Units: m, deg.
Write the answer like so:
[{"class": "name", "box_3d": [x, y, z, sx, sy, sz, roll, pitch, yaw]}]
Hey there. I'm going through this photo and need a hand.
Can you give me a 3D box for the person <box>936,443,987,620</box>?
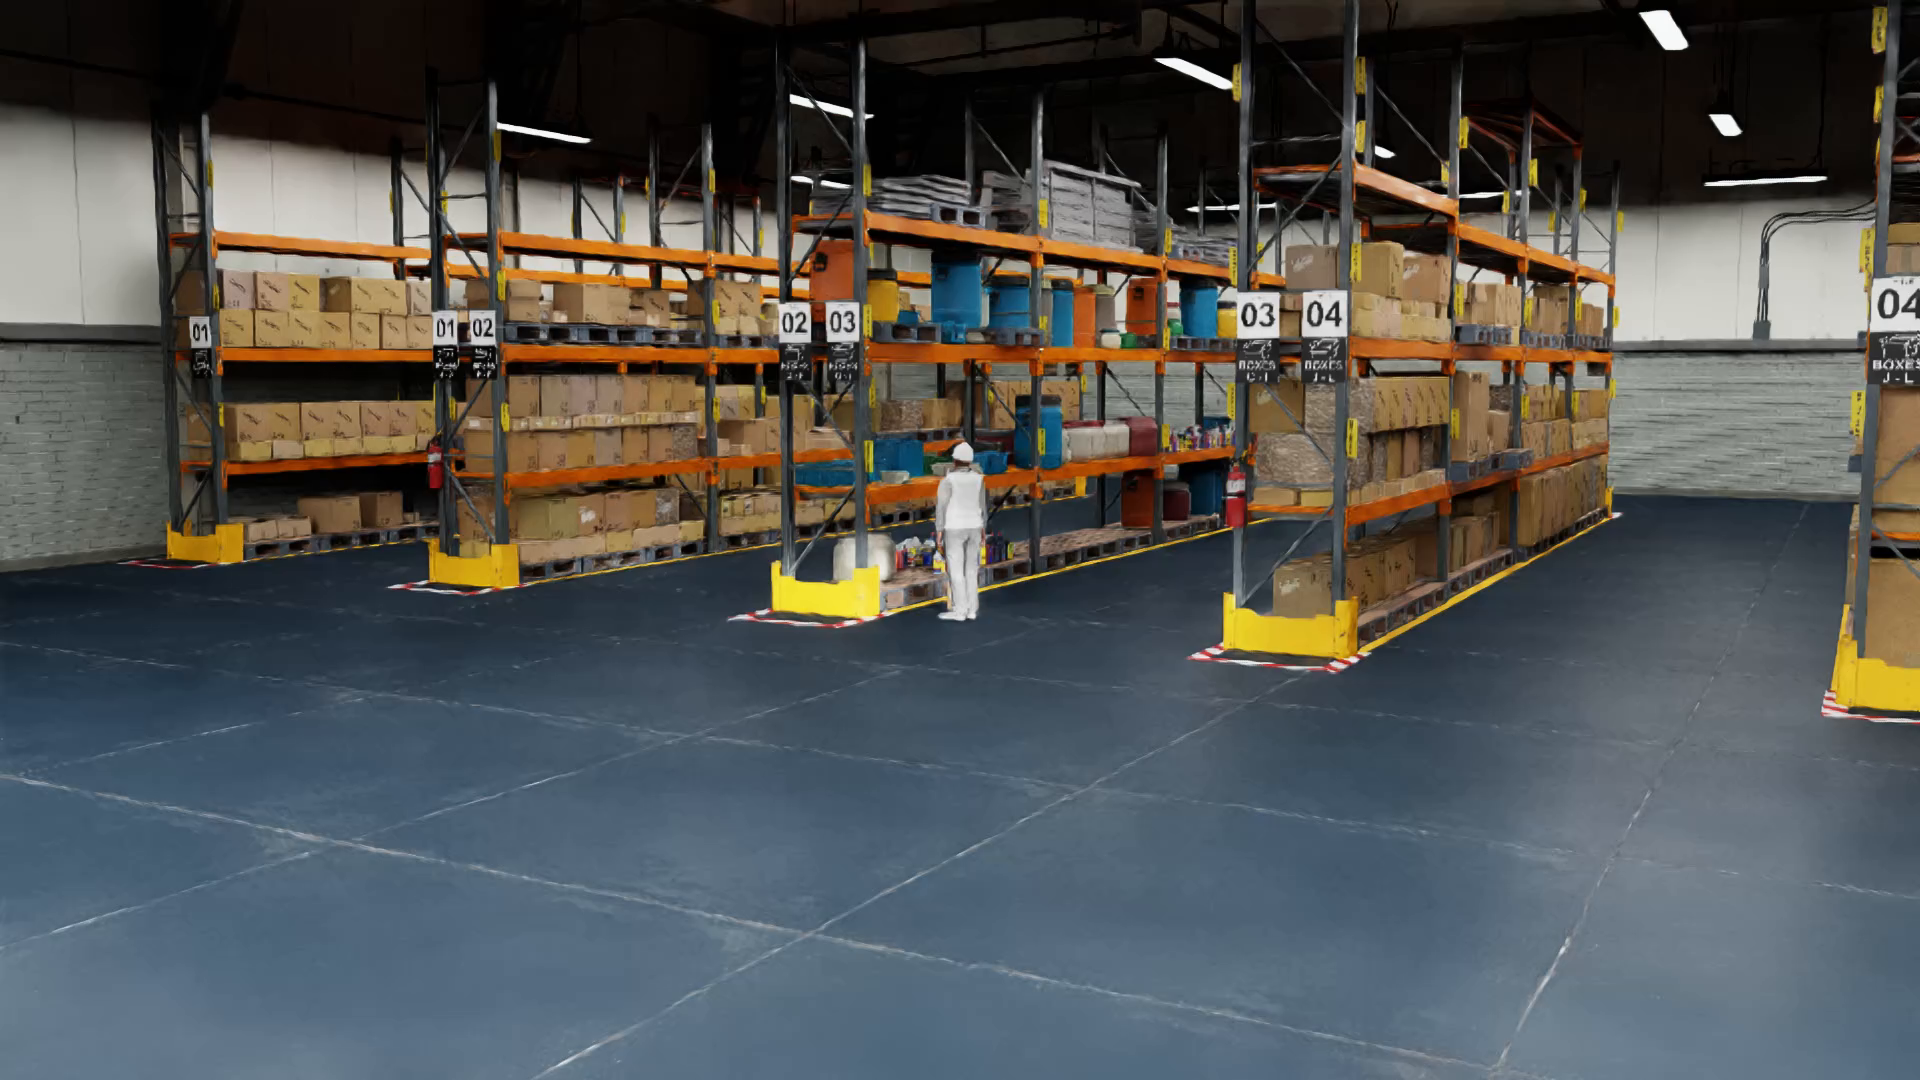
[{"class": "person", "box_3d": [0.004, -0.094, 16.738, 0.582, 1.773, 0.361, -4, 7, -31]}]
